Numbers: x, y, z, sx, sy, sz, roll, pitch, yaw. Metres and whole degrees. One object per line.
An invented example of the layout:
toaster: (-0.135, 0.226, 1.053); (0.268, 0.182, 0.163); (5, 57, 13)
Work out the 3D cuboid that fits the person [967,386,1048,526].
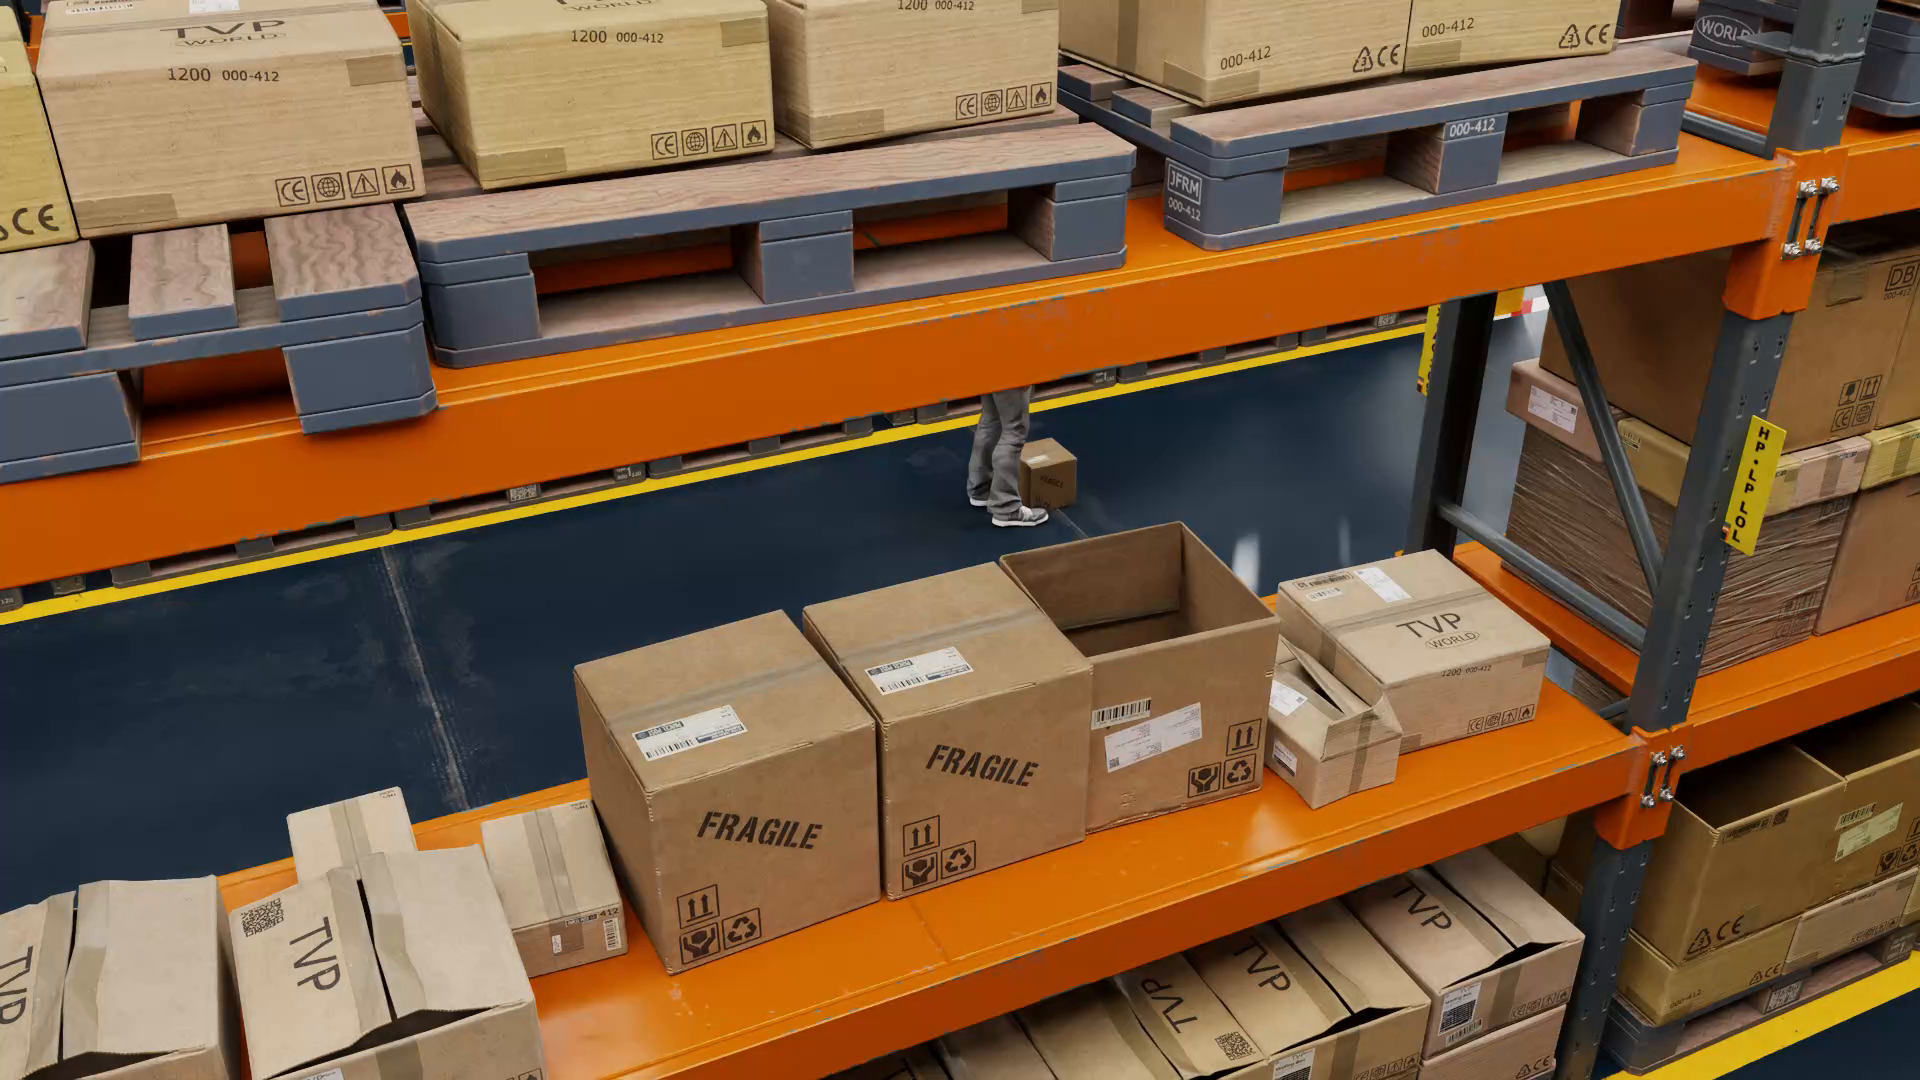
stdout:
person: (0.180, -0.836, 7.600); (0.346, 1.591, 0.475); (-15, 33, -24)
